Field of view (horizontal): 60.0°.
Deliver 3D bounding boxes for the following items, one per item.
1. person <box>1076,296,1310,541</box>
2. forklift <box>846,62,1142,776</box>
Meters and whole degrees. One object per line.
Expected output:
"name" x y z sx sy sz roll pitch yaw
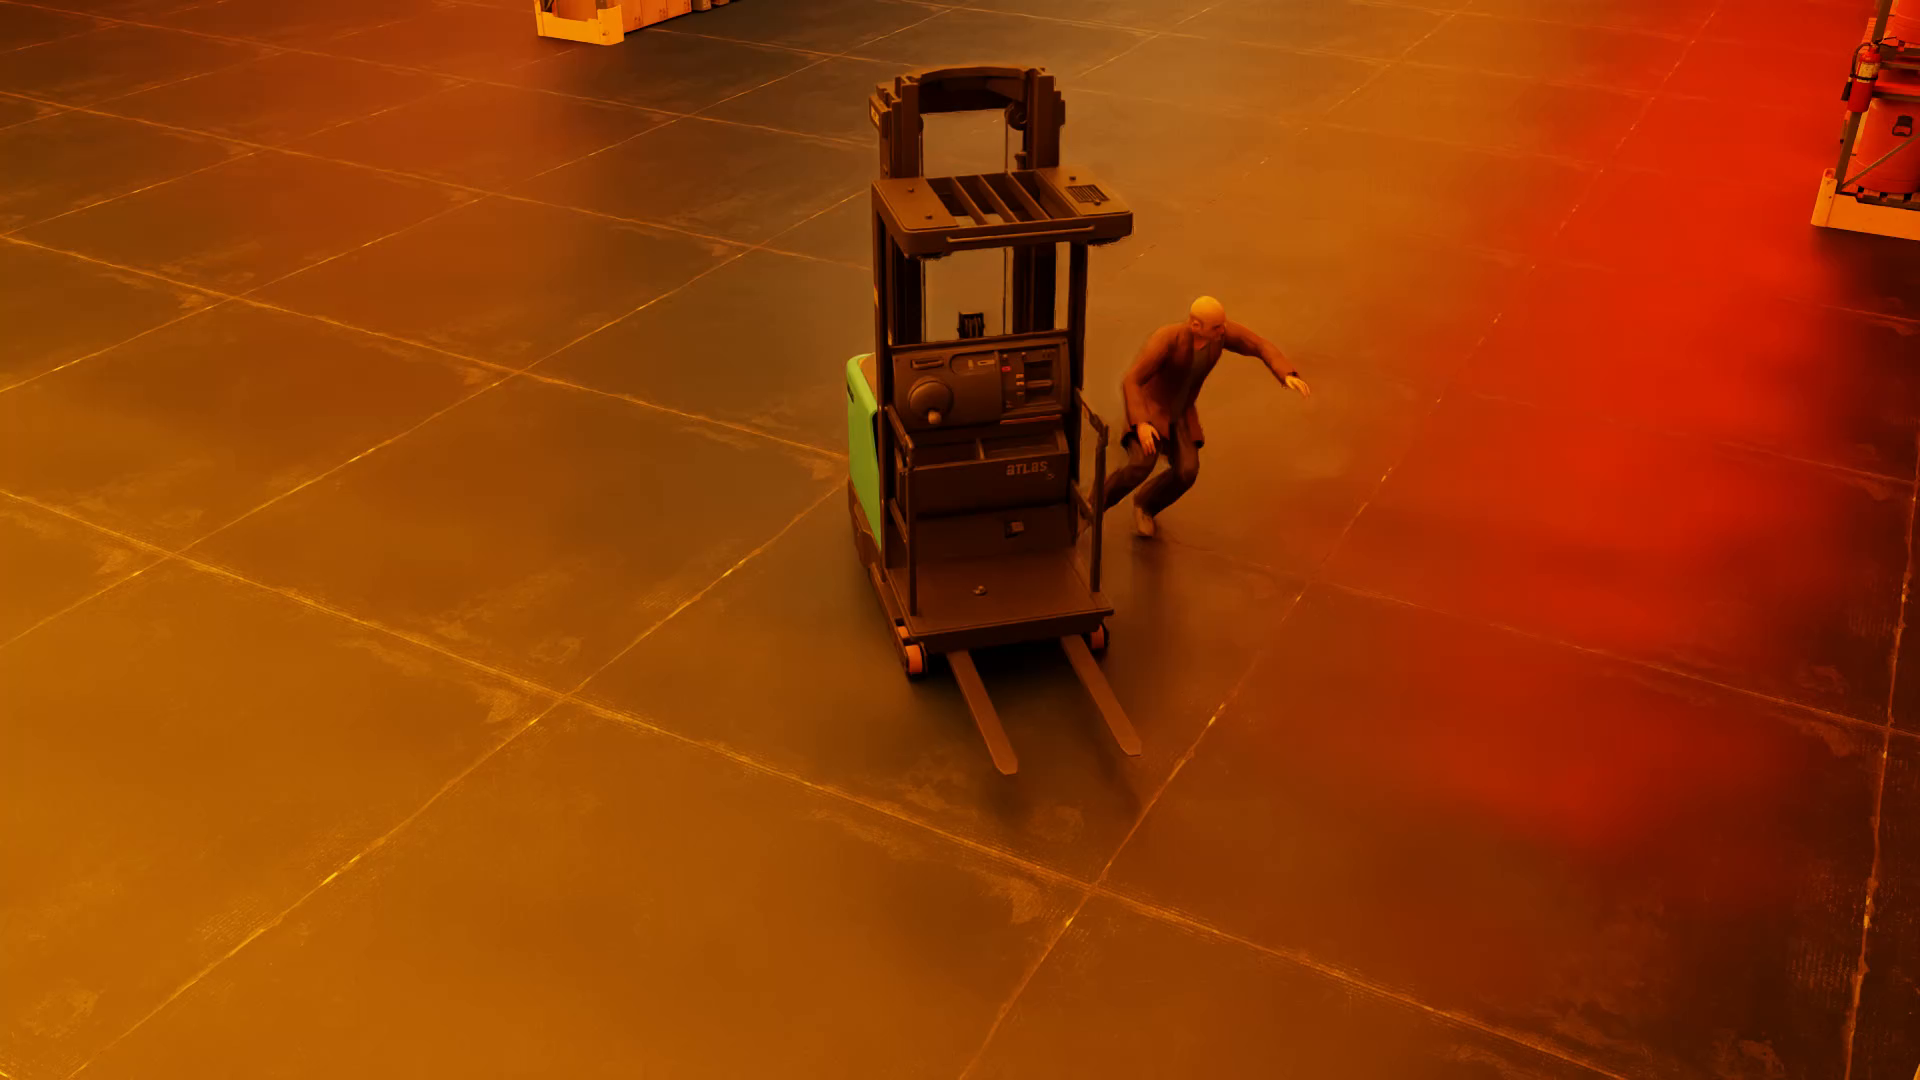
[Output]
"person" 1.229 -0.648 9.629 1.348 1.521 0.927 -15 33 -24
"forklift" 0.169 -0.765 8.396 1.130 2.935 3.031 -7 31 -12
